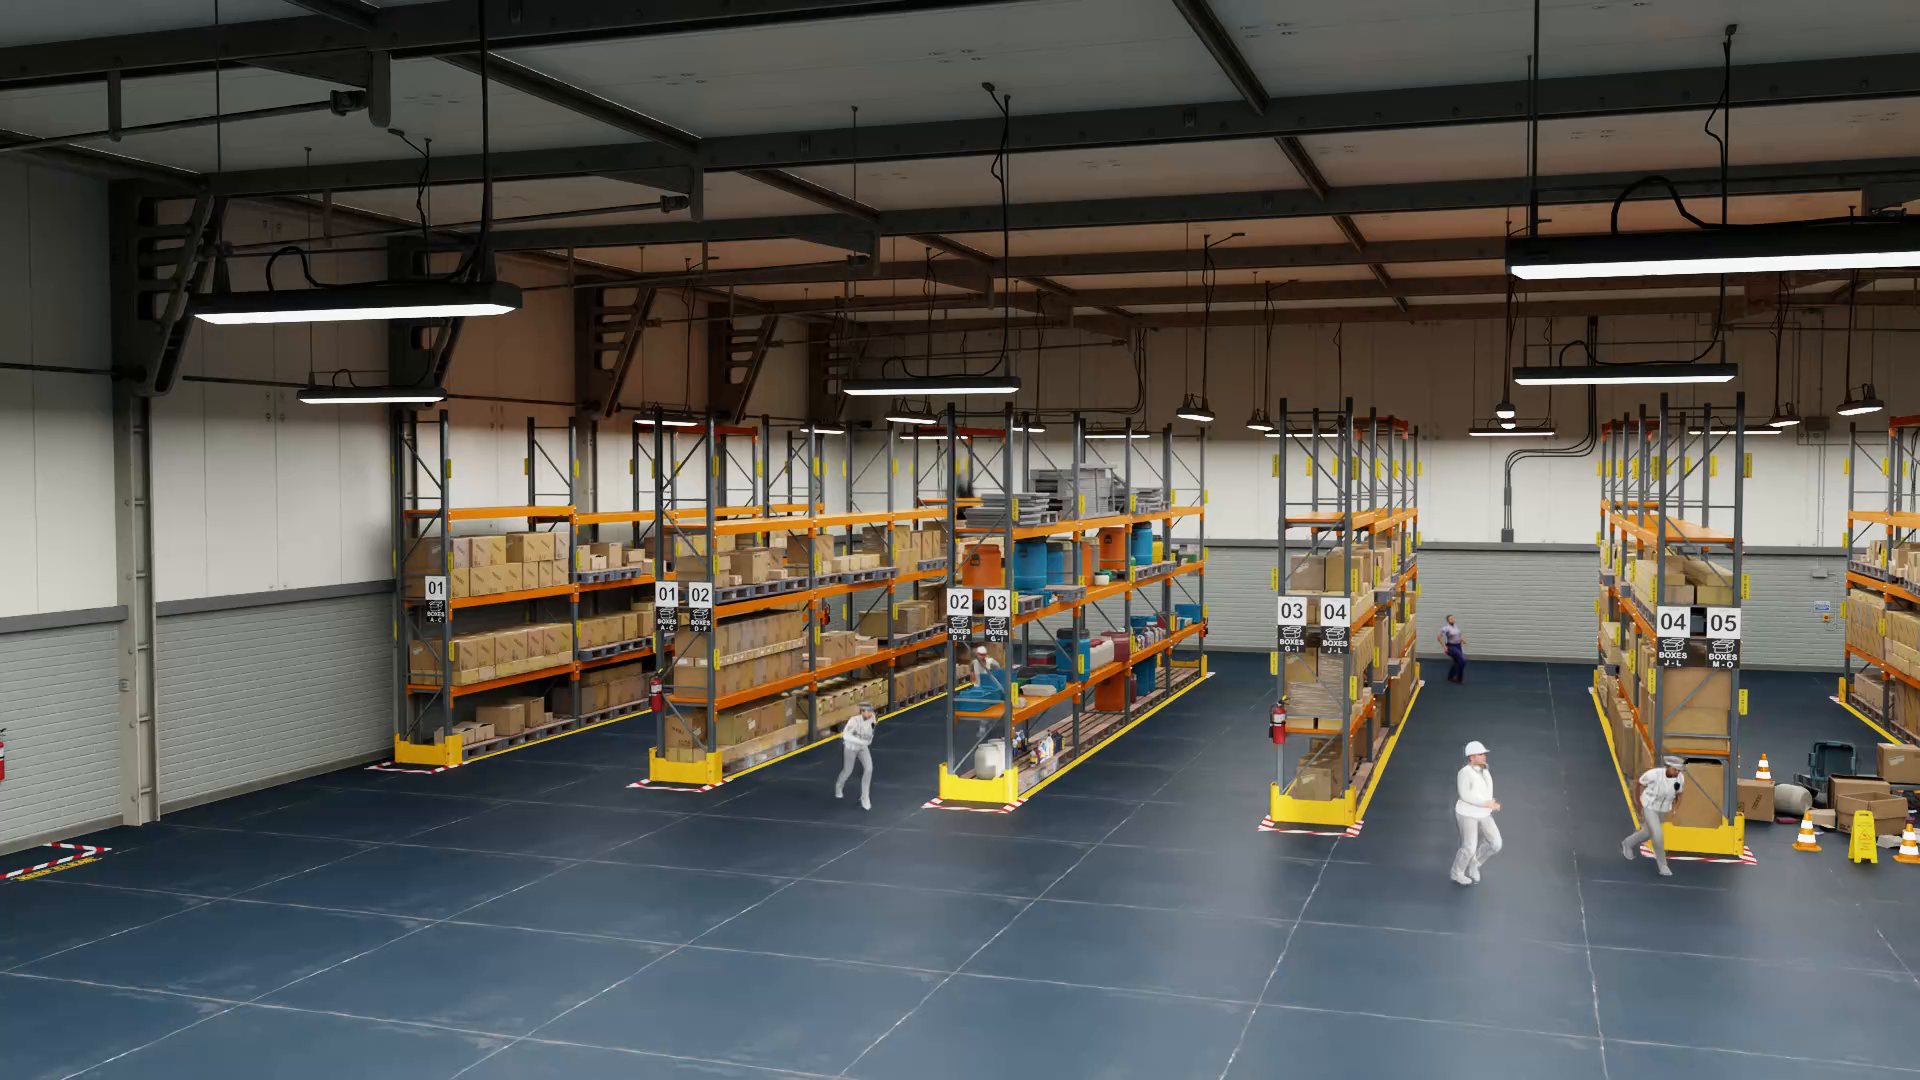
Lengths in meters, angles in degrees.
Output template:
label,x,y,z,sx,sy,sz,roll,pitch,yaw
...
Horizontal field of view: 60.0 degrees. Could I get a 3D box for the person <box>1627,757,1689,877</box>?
label,x,y,z,sx,sy,sz,roll,pitch,yaw
person,8.670,3.383,20.683,0.557,1.499,1.019,0,2,-8

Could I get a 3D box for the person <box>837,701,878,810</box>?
label,x,y,z,sx,sy,sz,roll,pitch,yaw
person,-1.529,3.170,24.777,0.658,1.626,0.970,-2,3,-40

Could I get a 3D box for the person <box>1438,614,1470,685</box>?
label,x,y,z,sx,sy,sz,roll,pitch,yaw
person,11.534,2.560,38.661,0.648,1.659,0.671,-2,3,-44

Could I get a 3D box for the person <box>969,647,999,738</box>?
label,x,y,z,sx,sy,sz,roll,pitch,yaw
person,0.472,2.831,31.155,0.643,1.716,0.836,1,3,19

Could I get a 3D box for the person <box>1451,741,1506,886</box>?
label,x,y,z,sx,sy,sz,roll,pitch,yaw
person,6.213,3.268,19.834,0.611,1.758,0.768,-2,3,-35
